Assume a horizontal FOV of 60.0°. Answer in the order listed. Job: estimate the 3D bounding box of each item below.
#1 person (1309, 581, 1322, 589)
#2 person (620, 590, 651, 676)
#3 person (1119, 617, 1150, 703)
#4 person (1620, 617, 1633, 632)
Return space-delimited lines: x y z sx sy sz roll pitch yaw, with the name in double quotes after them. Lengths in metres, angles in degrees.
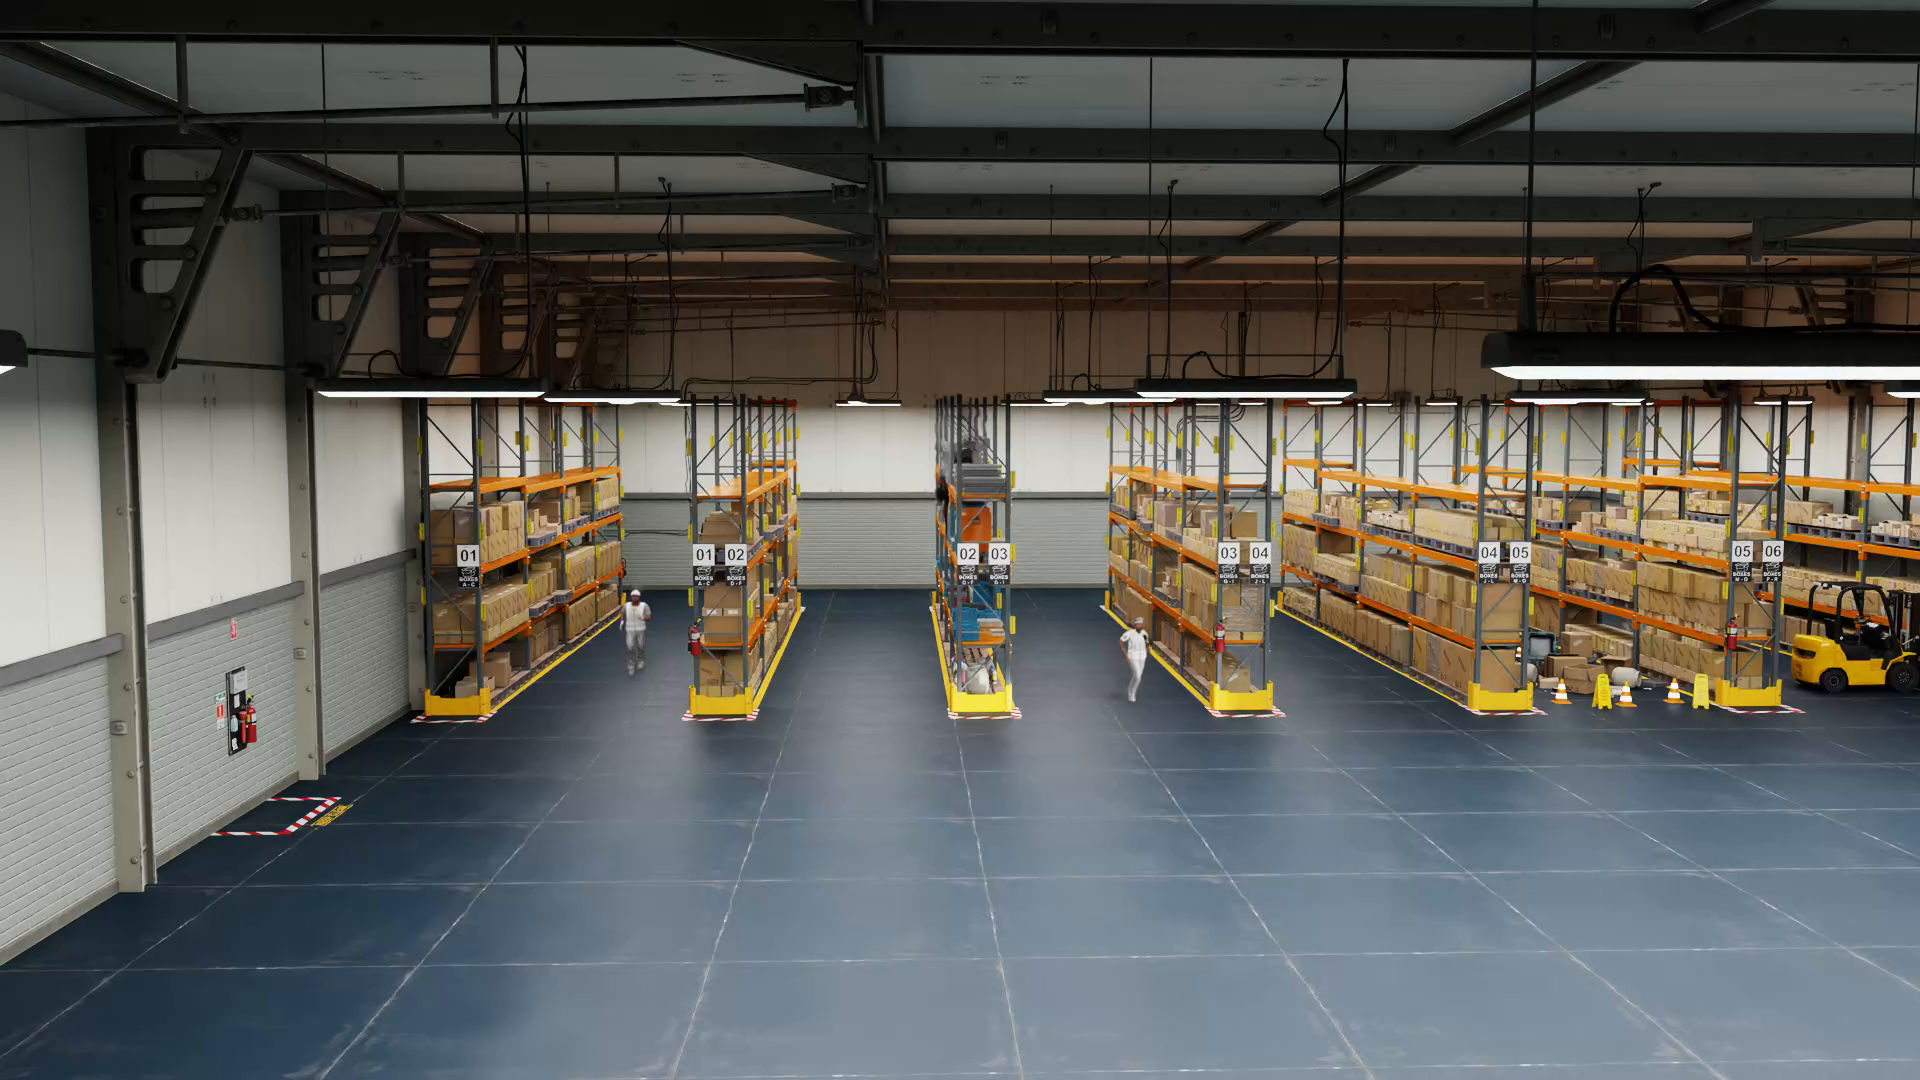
10.457 1.002 48.859 0.641 1.759 0.692 4 6 39 "person"
-7.011 1.978 35.950 0.681 1.806 0.926 -1 5 -8 "person"
3.447 2.332 32.482 0.564 1.680 0.715 -2 5 -25 "person"
16.394 1.634 40.832 0.650 1.743 0.611 -1 5 -10 "person"
